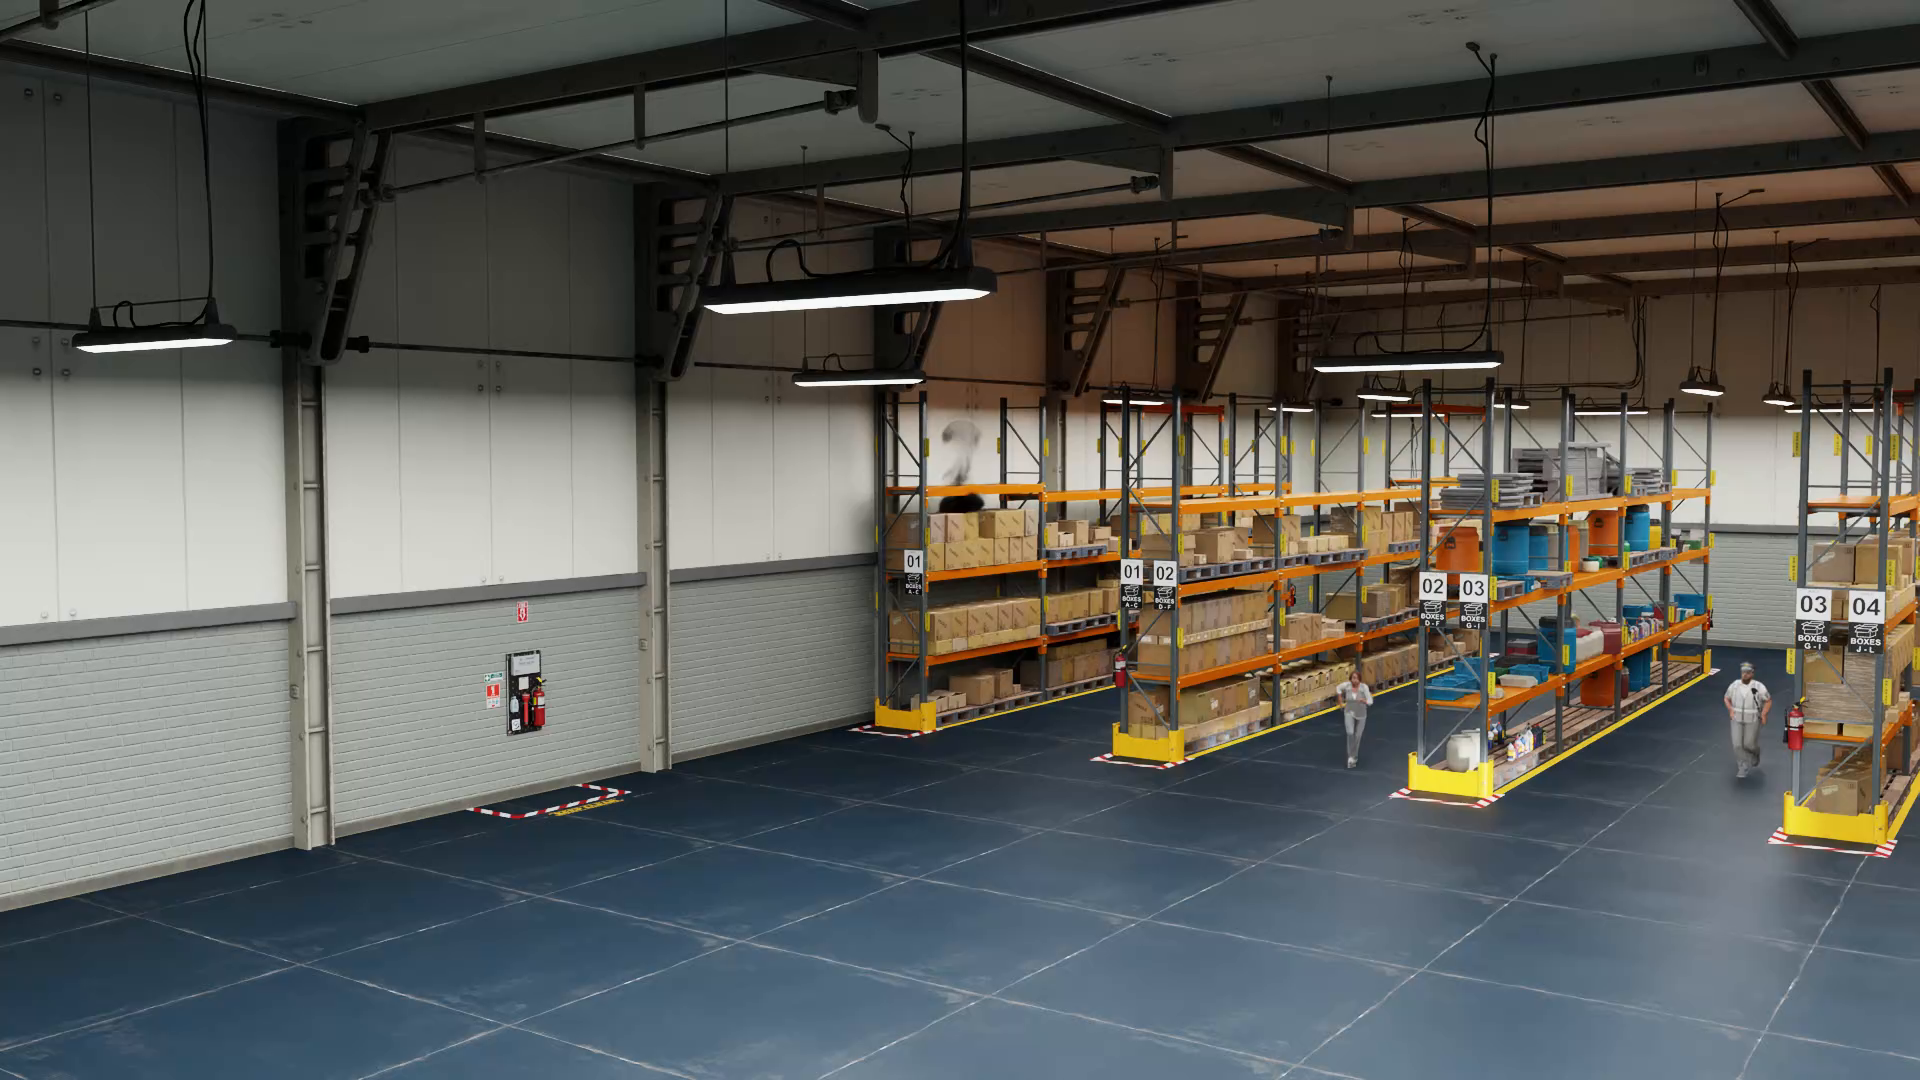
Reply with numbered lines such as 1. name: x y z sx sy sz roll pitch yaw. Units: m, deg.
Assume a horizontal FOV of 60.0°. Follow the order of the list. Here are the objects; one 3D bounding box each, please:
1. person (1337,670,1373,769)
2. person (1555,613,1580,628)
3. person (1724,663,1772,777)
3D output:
1. person: 6.150 2.773 25.928 0.528 1.544 0.848 0 3 8
2. person: 13.027 2.172 35.821 0.565 1.714 0.806 2 4 30
3. person: 12.006 2.734 25.395 0.665 1.746 0.603 2 4 37
